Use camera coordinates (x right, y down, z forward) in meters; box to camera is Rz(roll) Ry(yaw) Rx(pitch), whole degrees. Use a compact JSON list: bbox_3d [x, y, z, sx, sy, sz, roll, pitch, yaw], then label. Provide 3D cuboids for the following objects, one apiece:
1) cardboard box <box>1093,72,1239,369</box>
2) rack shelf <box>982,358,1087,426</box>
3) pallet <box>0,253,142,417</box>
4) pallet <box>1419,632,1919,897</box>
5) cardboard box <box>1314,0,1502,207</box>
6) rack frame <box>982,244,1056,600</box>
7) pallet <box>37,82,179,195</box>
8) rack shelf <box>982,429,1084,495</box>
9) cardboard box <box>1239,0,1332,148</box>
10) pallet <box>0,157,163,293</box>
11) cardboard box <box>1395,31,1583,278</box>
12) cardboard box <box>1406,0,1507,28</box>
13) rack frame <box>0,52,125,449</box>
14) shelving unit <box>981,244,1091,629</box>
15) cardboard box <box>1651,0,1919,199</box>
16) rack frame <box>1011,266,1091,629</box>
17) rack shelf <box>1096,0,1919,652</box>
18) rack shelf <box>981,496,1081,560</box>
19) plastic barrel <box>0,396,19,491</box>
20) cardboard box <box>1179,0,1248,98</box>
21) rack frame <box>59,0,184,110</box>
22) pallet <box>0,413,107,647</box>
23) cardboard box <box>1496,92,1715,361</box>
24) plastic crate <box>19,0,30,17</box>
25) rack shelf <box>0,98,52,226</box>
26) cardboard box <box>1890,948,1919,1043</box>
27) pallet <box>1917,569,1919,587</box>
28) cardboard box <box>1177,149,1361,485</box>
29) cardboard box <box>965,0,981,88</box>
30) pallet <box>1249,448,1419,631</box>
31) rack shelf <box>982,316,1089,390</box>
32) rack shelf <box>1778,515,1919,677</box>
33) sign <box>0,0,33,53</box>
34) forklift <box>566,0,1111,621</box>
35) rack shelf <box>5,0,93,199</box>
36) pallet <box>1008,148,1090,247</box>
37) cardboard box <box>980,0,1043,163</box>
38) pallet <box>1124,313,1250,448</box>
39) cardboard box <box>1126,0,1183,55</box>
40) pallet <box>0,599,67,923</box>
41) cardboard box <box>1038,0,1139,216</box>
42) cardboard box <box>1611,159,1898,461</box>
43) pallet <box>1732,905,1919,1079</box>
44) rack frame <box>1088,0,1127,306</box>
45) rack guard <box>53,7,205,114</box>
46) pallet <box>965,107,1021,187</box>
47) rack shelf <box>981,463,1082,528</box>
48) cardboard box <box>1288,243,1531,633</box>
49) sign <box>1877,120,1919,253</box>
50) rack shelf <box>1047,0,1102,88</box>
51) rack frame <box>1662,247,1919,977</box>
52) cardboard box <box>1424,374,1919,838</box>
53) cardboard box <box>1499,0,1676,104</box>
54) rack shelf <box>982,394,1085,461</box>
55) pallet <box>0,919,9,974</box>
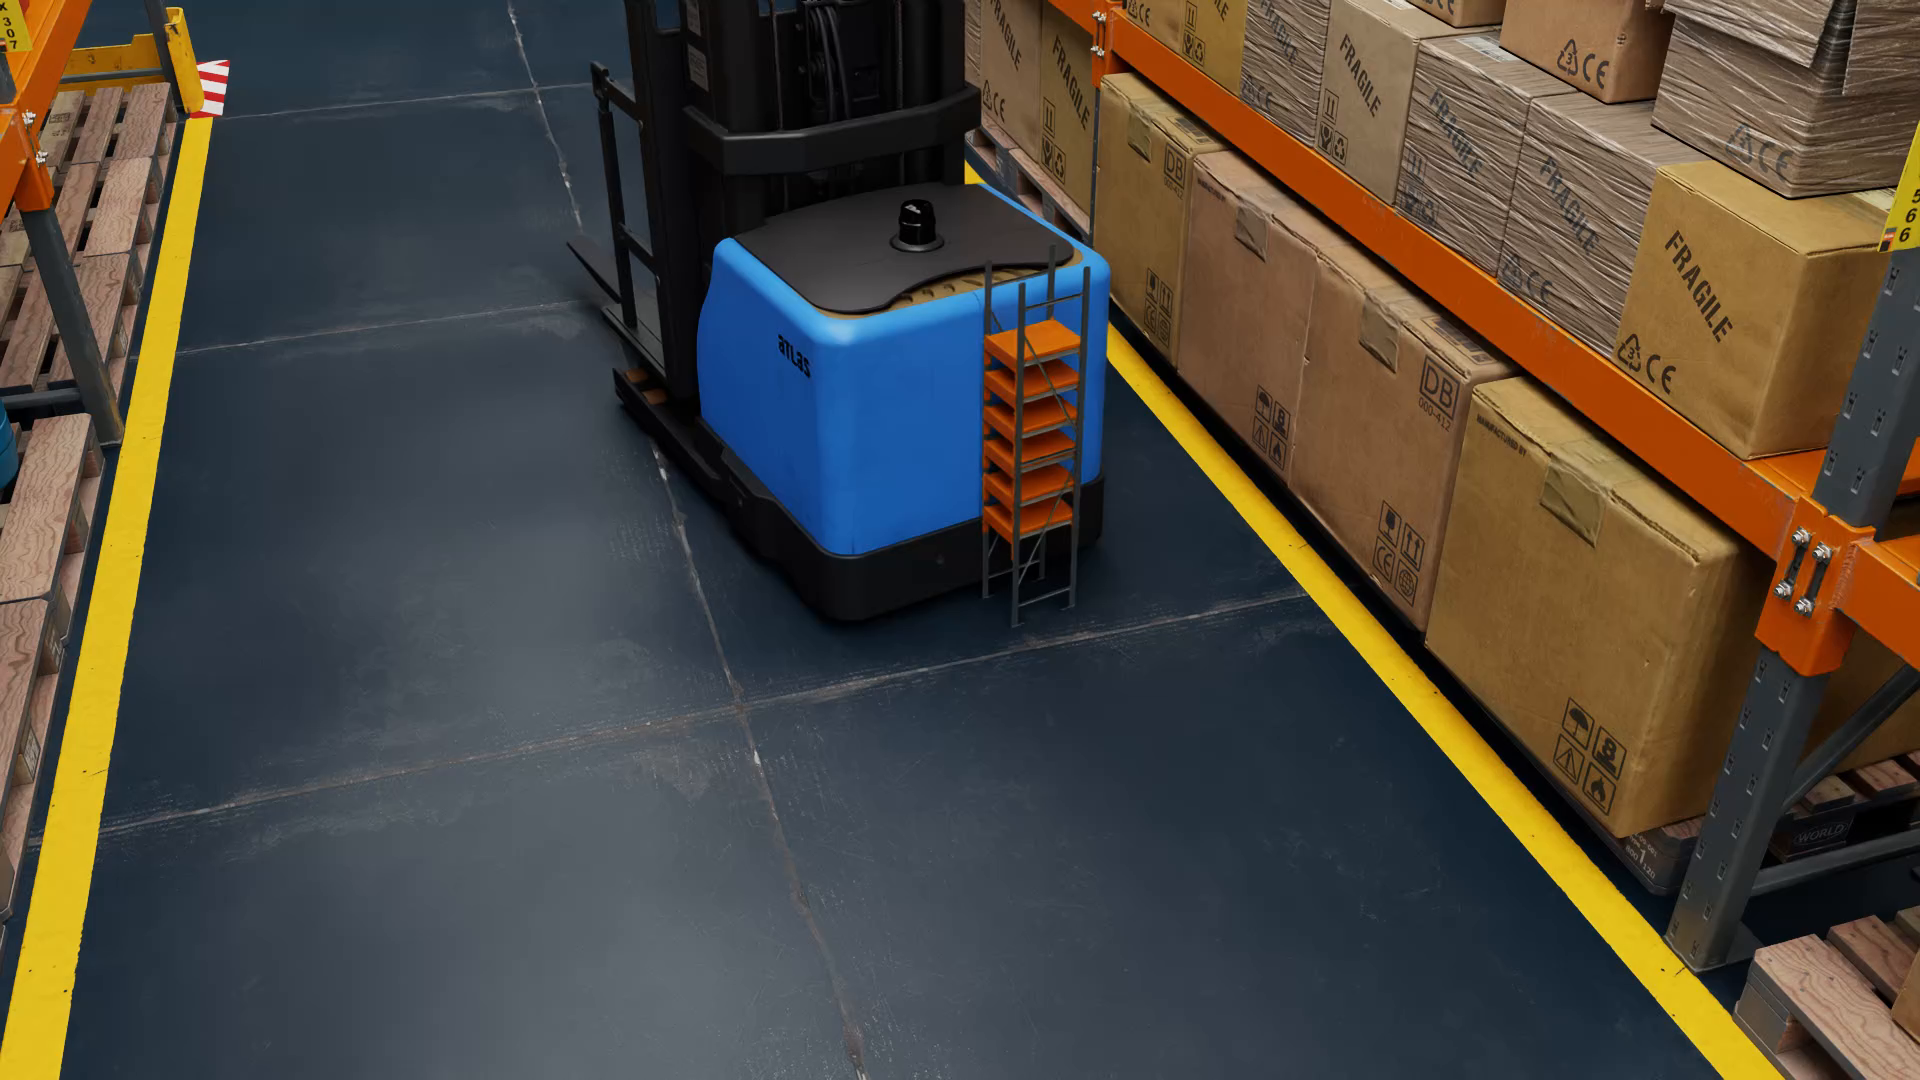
[{"bbox_3d":[1.268,-1.344,6.610,1.225,0.875,0.875,-10,35,-15],"label":"cardboard box"},{"bbox_3d":[0.223,-0.457,4.998,0.258,0.103,0.180,-18,37,-25],"label":"rack shelf"},{"bbox_3d":[-3.924,-0.772,6.726,1.003,0.211,1.213,-10,35,-15],"label":"pallet"},{"bbox_3d":[2.105,0.449,4.880,1.003,0.211,1.213,-10,35,-15],"label":"pallet"},{"bbox_3d":[1.425,-1.350,4.981,0.500,0.500,0.500,-9,35,-14],"label":"cardboard box"},{"bbox_3d":[0.177,-0.337,5.172,0.240,1.200,0.006,-18,37,-25],"label":"rack frame"},{"bbox_3d":[-4.669,-2.053,8.665,1.003,0.211,1.213,-10,35,-15],"label":"pallet"},{"bbox_3d":[0.223,-0.257,5.131,0.258,0.103,0.180,-18,37,-25],"label":"rack shelf"},{"bbox_3d":[1.263,-1.620,5.390,0.500,0.500,0.500,-11,35,-16],"label":"cardboard box"},{"bbox_3d":[-4.300,-1.413,7.697,1.003,0.211,1.213,-10,35,-15],"label":"pallet"},{"bbox_3d":[1.580,-1.082,4.576,0.500,0.500,0.500,-11,35,-16],"label":"cardboard box"},{"bbox_3d":[1.659,-1.829,4.796,0.797,0.503,0.637,-9,34,-13],"label":"cardboard box"},{"bbox_3d":[-3.663,-1.555,5.383,1.000,3.000,0.127,-10,35,-15],"label":"rack frame"},{"bbox_3d":[0.223,-0.294,5.106,0.258,1.200,0.189,-18,37,-25],"label":"shelving unit"},{"bbox_3d":[2.066,-1.135,3.746,0.797,0.503,0.637,-9,34,-13],"label":"cardboard box"},{"bbox_3d":[0.269,-0.250,5.040,0.240,1.200,0.006,-18,37,-25],"label":"rack frame"},{"bbox_3d":[1.664,-1.038,5.253,1.077,0.370,4.000,-10,35,-15],"label":"rack shelf"},{"bbox_3d":[0.223,-0.056,5.263,0.258,0.103,0.180,-18,37,-25],"label":"rack shelf"},{"bbox_3d":[-3.513,-0.567,5.409,0.600,0.901,0.708,-10,35,-15],"label":"plastic barrel"},{"bbox_3d":[1.110,-1.883,5.788,0.500,0.500,0.500,-10,35,-15],"label":"cardboard box"},{"bbox_3d":[-4.883,-3.656,8.561,1.000,3.000,0.127,-10,35,-15],"label":"rack frame"},{"bbox_3d":[-3.467,0.020,5.528,1.003,0.211,1.213,-10,35,-15],"label":"pallet"},{"bbox_3d":[1.741,-0.810,4.164,0.500,0.500,0.500,-10,35,-15],"label":"cardboard box"},{"bbox_3d":[-3.696,-2.118,6.122,0.402,0.464,0.583,-10,35,-15],"label":"plastic crate"},{"bbox_3d":[-3.053,-0.205,3.992,1.077,0.370,4.000,-10,35,-15],"label":"rack shelf"},{"bbox_3d":[2.497,0.919,3.506,0.700,0.500,0.500,-12,35,-17],"label":"cardboard box"},{"bbox_3d":[2.593,0.148,2.979,1.213,0.211,1.003,-10,35,-15],"label":"pallet"},{"bbox_3d":[1.542,-0.875,5.900,1.225,0.875,0.875,-11,35,-16],"label":"cardboard box"},{"bbox_3d":[0.383,-2.977,9.081,0.875,0.875,0.875,-10,35,-15],"label":"cardboard box"},{"bbox_3d":[1.737,-0.191,5.847,1.003,0.211,1.213,-10,35,-15],"label":"pallet"},{"bbox_3d":[0.223,-0.557,4.932,0.258,0.103,0.180,-18,37,-25],"label":"rack shelf"},{"bbox_3d":[2.884,1.062,2.075,1.077,0.370,4.000,-10,35,-15],"label":"rack shelf"},{"bbox_3d":[-3.139,-1.762,5.445,0.100,0.325,0.005,-10,35,-15],"label":"sign"},{"bbox_3d":[-0.694,-1.752,5.742,1.130,2.935,3.031,-18,37,-25],"label":"forklift"},{"bbox_3d":[-4.273,-2.305,7.171,1.077,0.370,4.000,-10,35,-15],"label":"rack shelf"},{"bbox_3d":[0.896,-1.637,8.036,1.003,0.211,1.213,-10,35,-15],"label":"pallet"},{"bbox_3d":[0.654,-2.510,8.373,0.875,0.875,0.875,-10,35,-15],"label":"cardboard box"},{"bbox_3d":[1.361,-0.833,6.818,1.003,0.211,1.213,-10,35,-15],"label":"pallet"},{"bbox_3d":[0.956,-2.147,6.187,0.500,0.500,0.500,-10,35,-15],"label":"cardboard box"},{"bbox_3d":[-3.091,0.662,4.557,1.003,0.211,1.213,-10,35,-15],"label":"pallet"},{"bbox_3d":[0.929,-2.037,7.658,0.875,0.875,0.875,-10,35,-15],"label":"cardboard box"},{"bbox_3d":[1.888,-0.547,3.767,0.500,0.500,0.500,-9,35,-13],"label":"cardboard box"},{"bbox_3d":[2.511,1.286,3.613,1.003,0.211,1.213,-10,35,-15],"label":"pallet"},{"bbox_3d":[1.054,-2.388,6.644,1.000,3.000,0.127,-10,35,-15],"label":"rack frame"},{"bbox_3d":[-4.903,-2.623,9.266,1.175,0.500,0.348,-10,35,-15],"label":"rack guard"},{"bbox_3d":[0.521,-2.279,9.008,1.003,0.211,1.213,-10,35,-15],"label":"pallet"},{"bbox_3d":[0.223,-0.157,5.197,0.258,0.103,0.180,-18,37,-25],"label":"rack shelf"},{"bbox_3d":[1.819,-0.412,5.199,1.225,0.875,0.875,-10,35,-15],"label":"cardboard box"},{"bbox_3d":[1.746,-0.676,3.002,0.100,0.325,0.005,-10,35,-15],"label":"sign"},{"bbox_3d":[0.444,-3.138,8.431,1.077,0.370,4.000,-10,35,-15],"label":"rack shelf"},{"bbox_3d":[2.274,-0.288,3.465,1.000,3.000,0.127,-10,35,-15],"label":"rack frame"},{"bbox_3d":[2.083,0.057,4.489,1.225,0.875,0.875,-12,35,-17],"label":"cardboard box"},{"bbox_3d":[1.870,-1.478,4.265,0.797,0.503,0.637,-9,35,-14],"label":"cardboard box"},{"bbox_3d":[0.223,-0.357,5.065,0.258,0.103,0.180,-18,37,-25],"label":"rack shelf"},{"bbox_3d":[-2.723,1.301,3.589,1.003,0.211,1.213,-10,35,-15],"label":"pallet"}]
